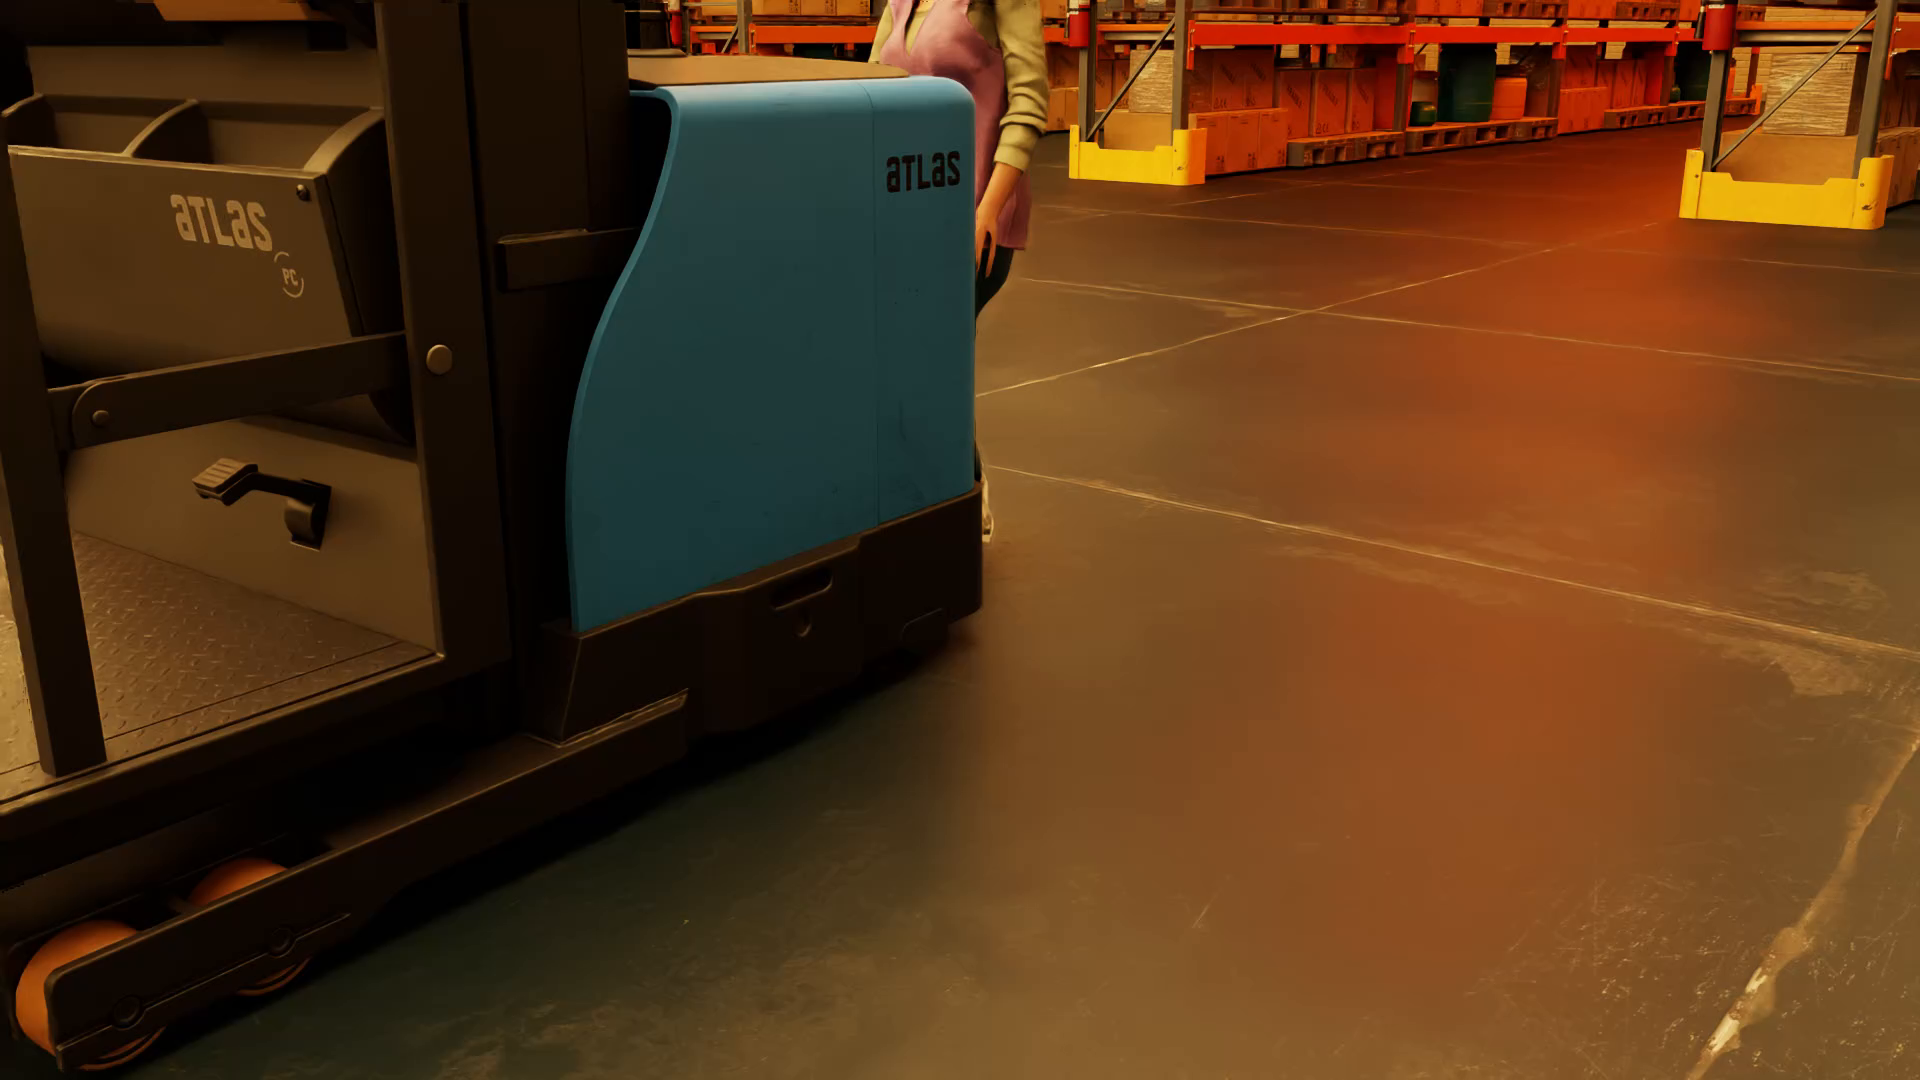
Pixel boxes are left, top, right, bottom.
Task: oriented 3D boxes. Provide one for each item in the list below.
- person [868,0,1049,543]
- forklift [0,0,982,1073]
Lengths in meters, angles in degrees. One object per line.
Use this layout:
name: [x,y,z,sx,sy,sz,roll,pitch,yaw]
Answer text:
person: [-0.168,-0.654,3.441,0.634,1.522,0.593,-13,21,-36]
forklift: [-1.234,-0.950,2.027,1.130,2.935,3.031,12,21,35]
